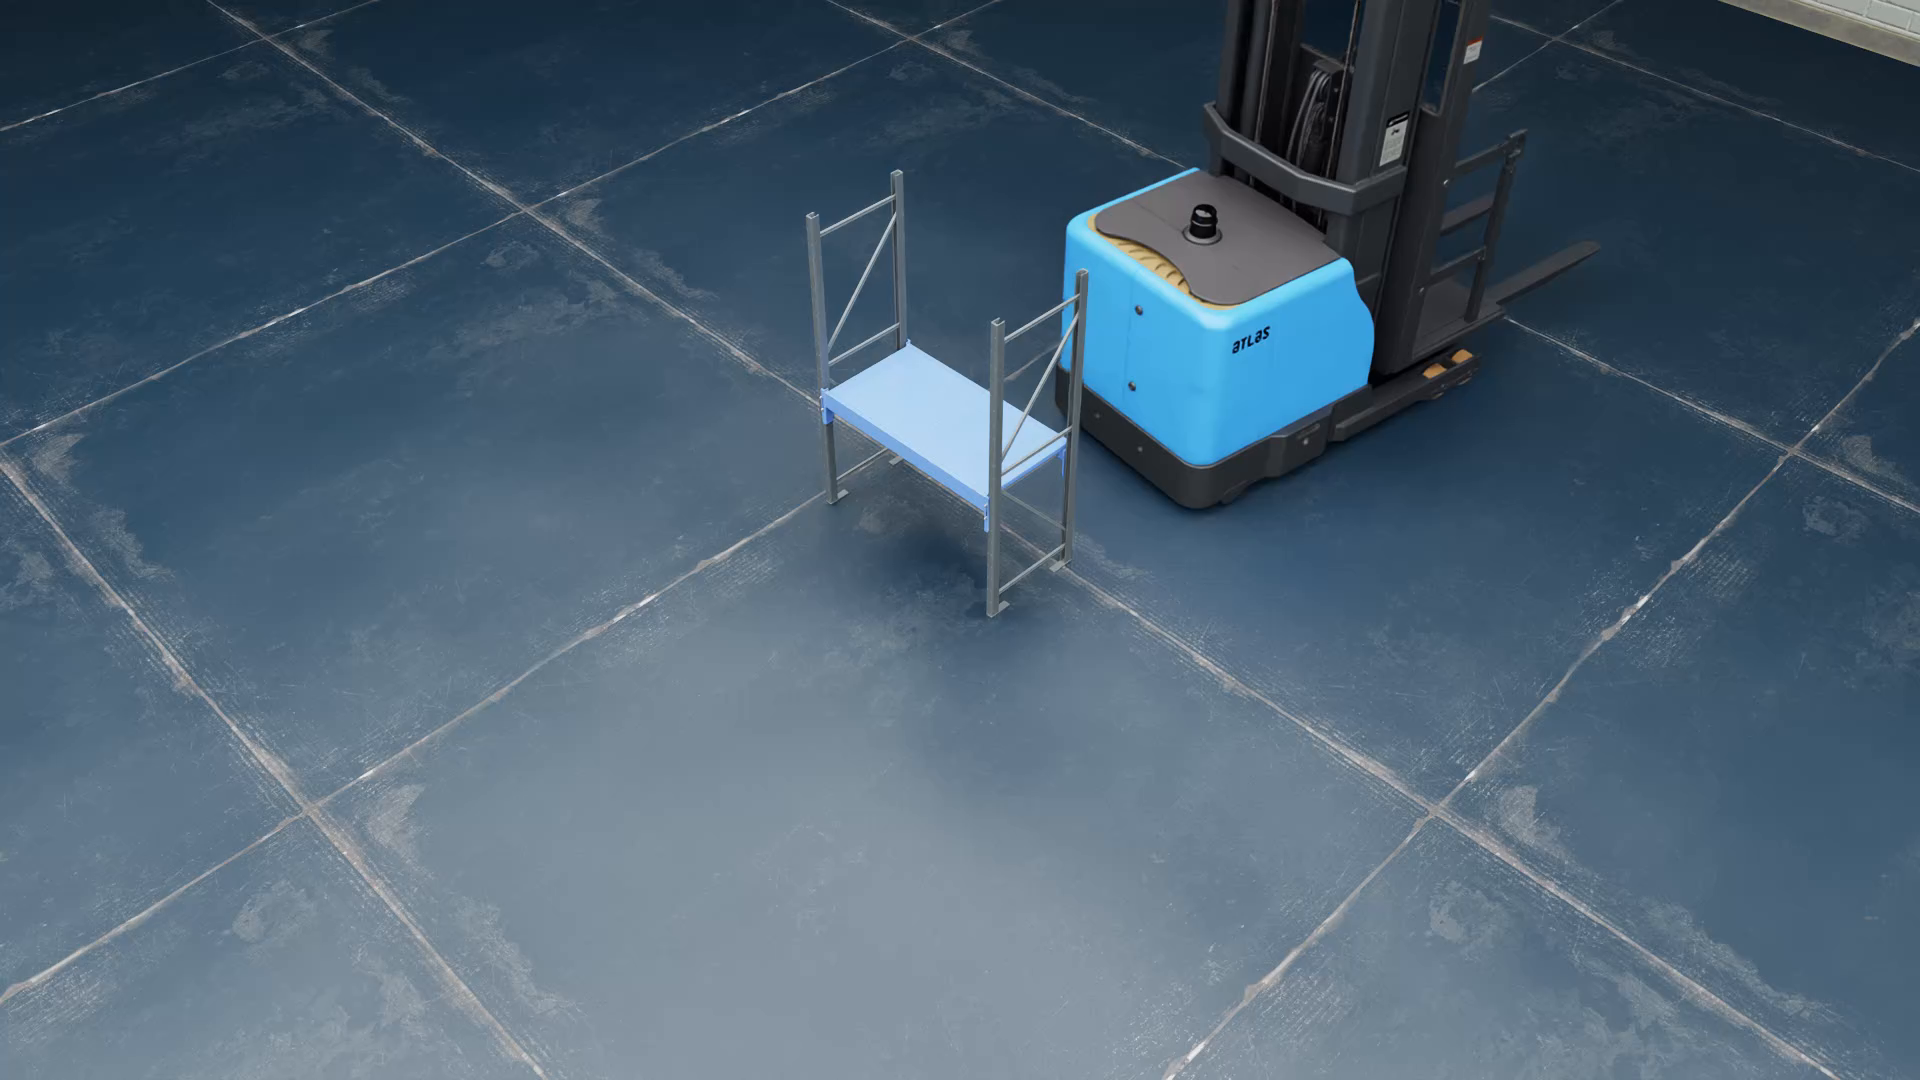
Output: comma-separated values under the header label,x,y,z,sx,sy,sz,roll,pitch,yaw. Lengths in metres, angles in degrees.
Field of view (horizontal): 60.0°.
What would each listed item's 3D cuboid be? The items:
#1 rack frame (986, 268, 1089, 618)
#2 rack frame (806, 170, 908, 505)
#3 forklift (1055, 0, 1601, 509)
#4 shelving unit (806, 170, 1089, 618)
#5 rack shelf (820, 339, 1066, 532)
label,x,y,z,sx,sy,sz,roll,pitch,yaw
rack frame,0.299,-0.348,6.638,0.500,1.500,0.032,-34,53,-31
rack frame,-0.419,-0.836,7.167,0.500,1.500,0.032,-34,53,-31
forklift,1.943,-2.030,7.404,3.031,2.935,1.130,-27,49,-26
shelving unit,-0.060,-0.592,6.903,0.538,1.500,1.048,-34,53,-31
rack shelf,-0.060,-0.460,7.025,0.538,0.185,1.000,-34,53,-31
